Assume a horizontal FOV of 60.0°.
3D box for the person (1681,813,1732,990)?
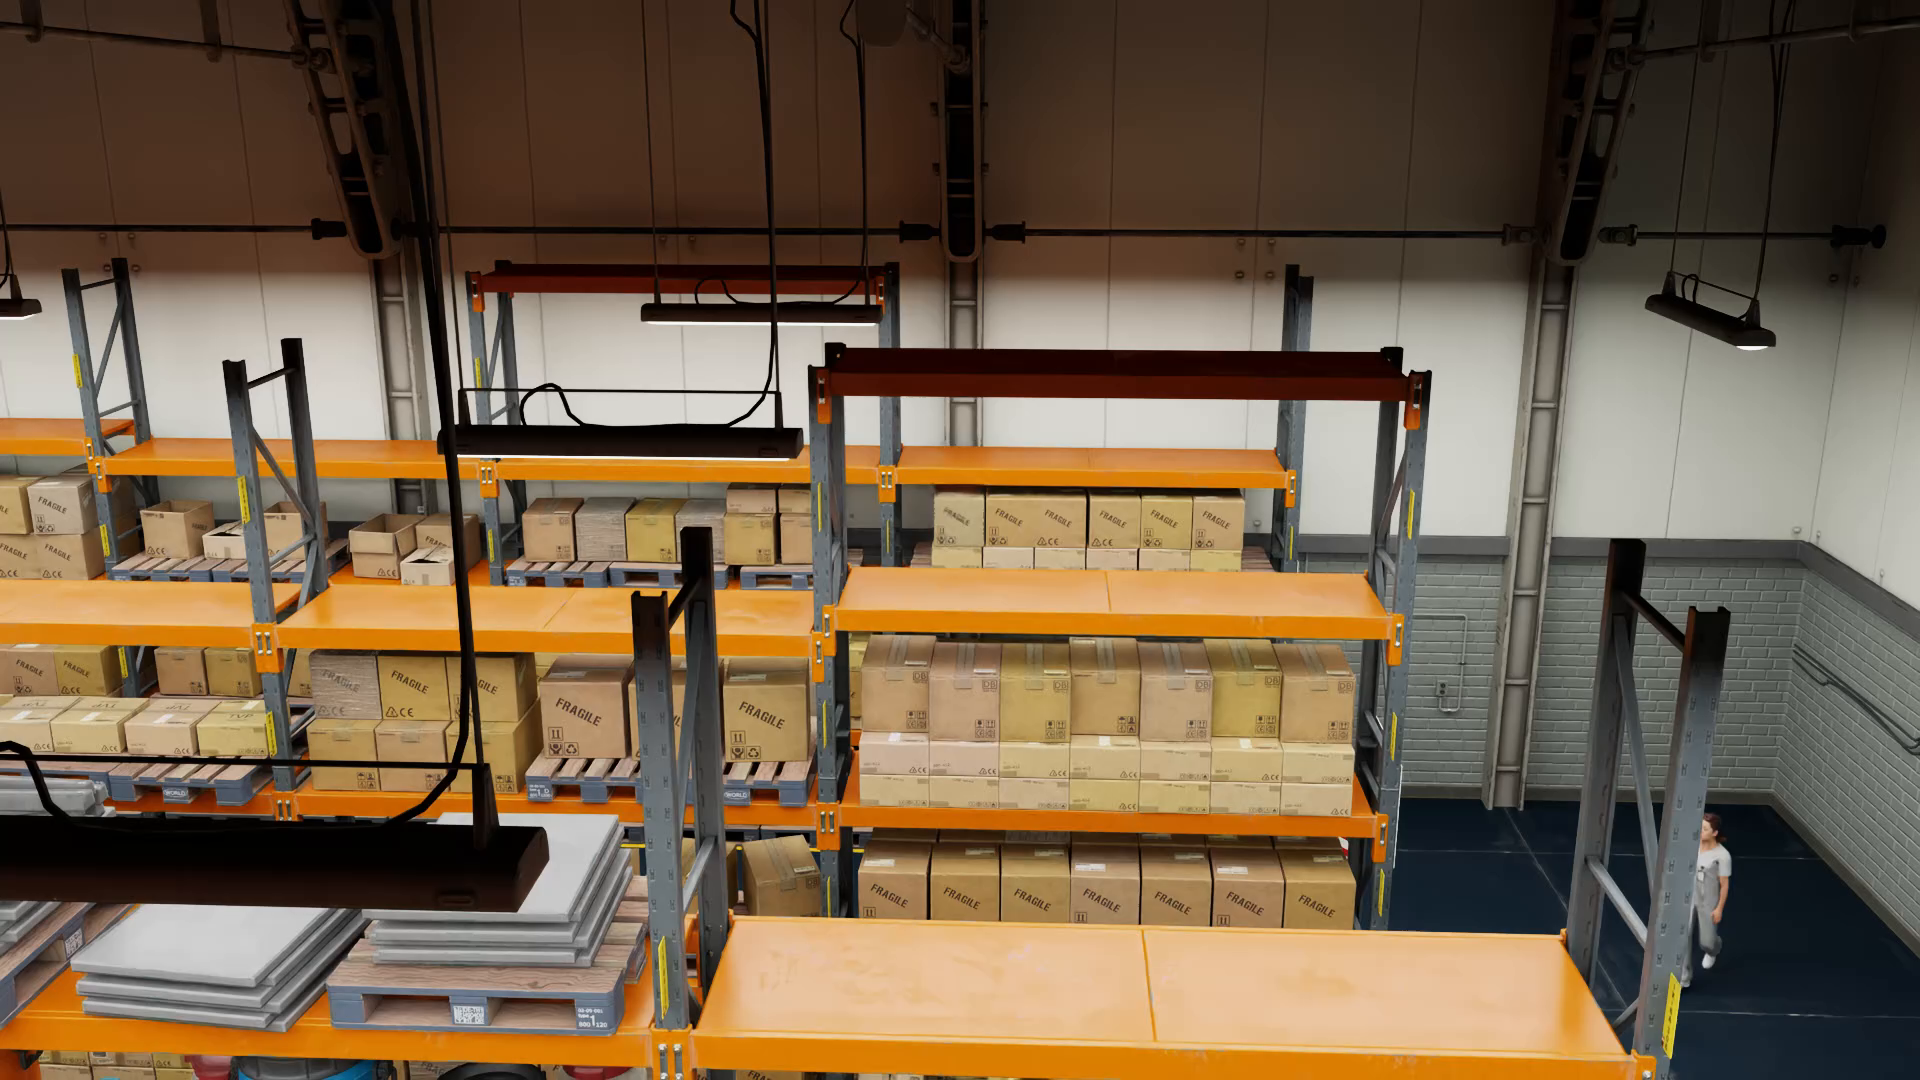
[{"bbox_3d":[6.579,3.167,14.687,0.435,1.646,0.737,14,21,41],"label":"person"}]
